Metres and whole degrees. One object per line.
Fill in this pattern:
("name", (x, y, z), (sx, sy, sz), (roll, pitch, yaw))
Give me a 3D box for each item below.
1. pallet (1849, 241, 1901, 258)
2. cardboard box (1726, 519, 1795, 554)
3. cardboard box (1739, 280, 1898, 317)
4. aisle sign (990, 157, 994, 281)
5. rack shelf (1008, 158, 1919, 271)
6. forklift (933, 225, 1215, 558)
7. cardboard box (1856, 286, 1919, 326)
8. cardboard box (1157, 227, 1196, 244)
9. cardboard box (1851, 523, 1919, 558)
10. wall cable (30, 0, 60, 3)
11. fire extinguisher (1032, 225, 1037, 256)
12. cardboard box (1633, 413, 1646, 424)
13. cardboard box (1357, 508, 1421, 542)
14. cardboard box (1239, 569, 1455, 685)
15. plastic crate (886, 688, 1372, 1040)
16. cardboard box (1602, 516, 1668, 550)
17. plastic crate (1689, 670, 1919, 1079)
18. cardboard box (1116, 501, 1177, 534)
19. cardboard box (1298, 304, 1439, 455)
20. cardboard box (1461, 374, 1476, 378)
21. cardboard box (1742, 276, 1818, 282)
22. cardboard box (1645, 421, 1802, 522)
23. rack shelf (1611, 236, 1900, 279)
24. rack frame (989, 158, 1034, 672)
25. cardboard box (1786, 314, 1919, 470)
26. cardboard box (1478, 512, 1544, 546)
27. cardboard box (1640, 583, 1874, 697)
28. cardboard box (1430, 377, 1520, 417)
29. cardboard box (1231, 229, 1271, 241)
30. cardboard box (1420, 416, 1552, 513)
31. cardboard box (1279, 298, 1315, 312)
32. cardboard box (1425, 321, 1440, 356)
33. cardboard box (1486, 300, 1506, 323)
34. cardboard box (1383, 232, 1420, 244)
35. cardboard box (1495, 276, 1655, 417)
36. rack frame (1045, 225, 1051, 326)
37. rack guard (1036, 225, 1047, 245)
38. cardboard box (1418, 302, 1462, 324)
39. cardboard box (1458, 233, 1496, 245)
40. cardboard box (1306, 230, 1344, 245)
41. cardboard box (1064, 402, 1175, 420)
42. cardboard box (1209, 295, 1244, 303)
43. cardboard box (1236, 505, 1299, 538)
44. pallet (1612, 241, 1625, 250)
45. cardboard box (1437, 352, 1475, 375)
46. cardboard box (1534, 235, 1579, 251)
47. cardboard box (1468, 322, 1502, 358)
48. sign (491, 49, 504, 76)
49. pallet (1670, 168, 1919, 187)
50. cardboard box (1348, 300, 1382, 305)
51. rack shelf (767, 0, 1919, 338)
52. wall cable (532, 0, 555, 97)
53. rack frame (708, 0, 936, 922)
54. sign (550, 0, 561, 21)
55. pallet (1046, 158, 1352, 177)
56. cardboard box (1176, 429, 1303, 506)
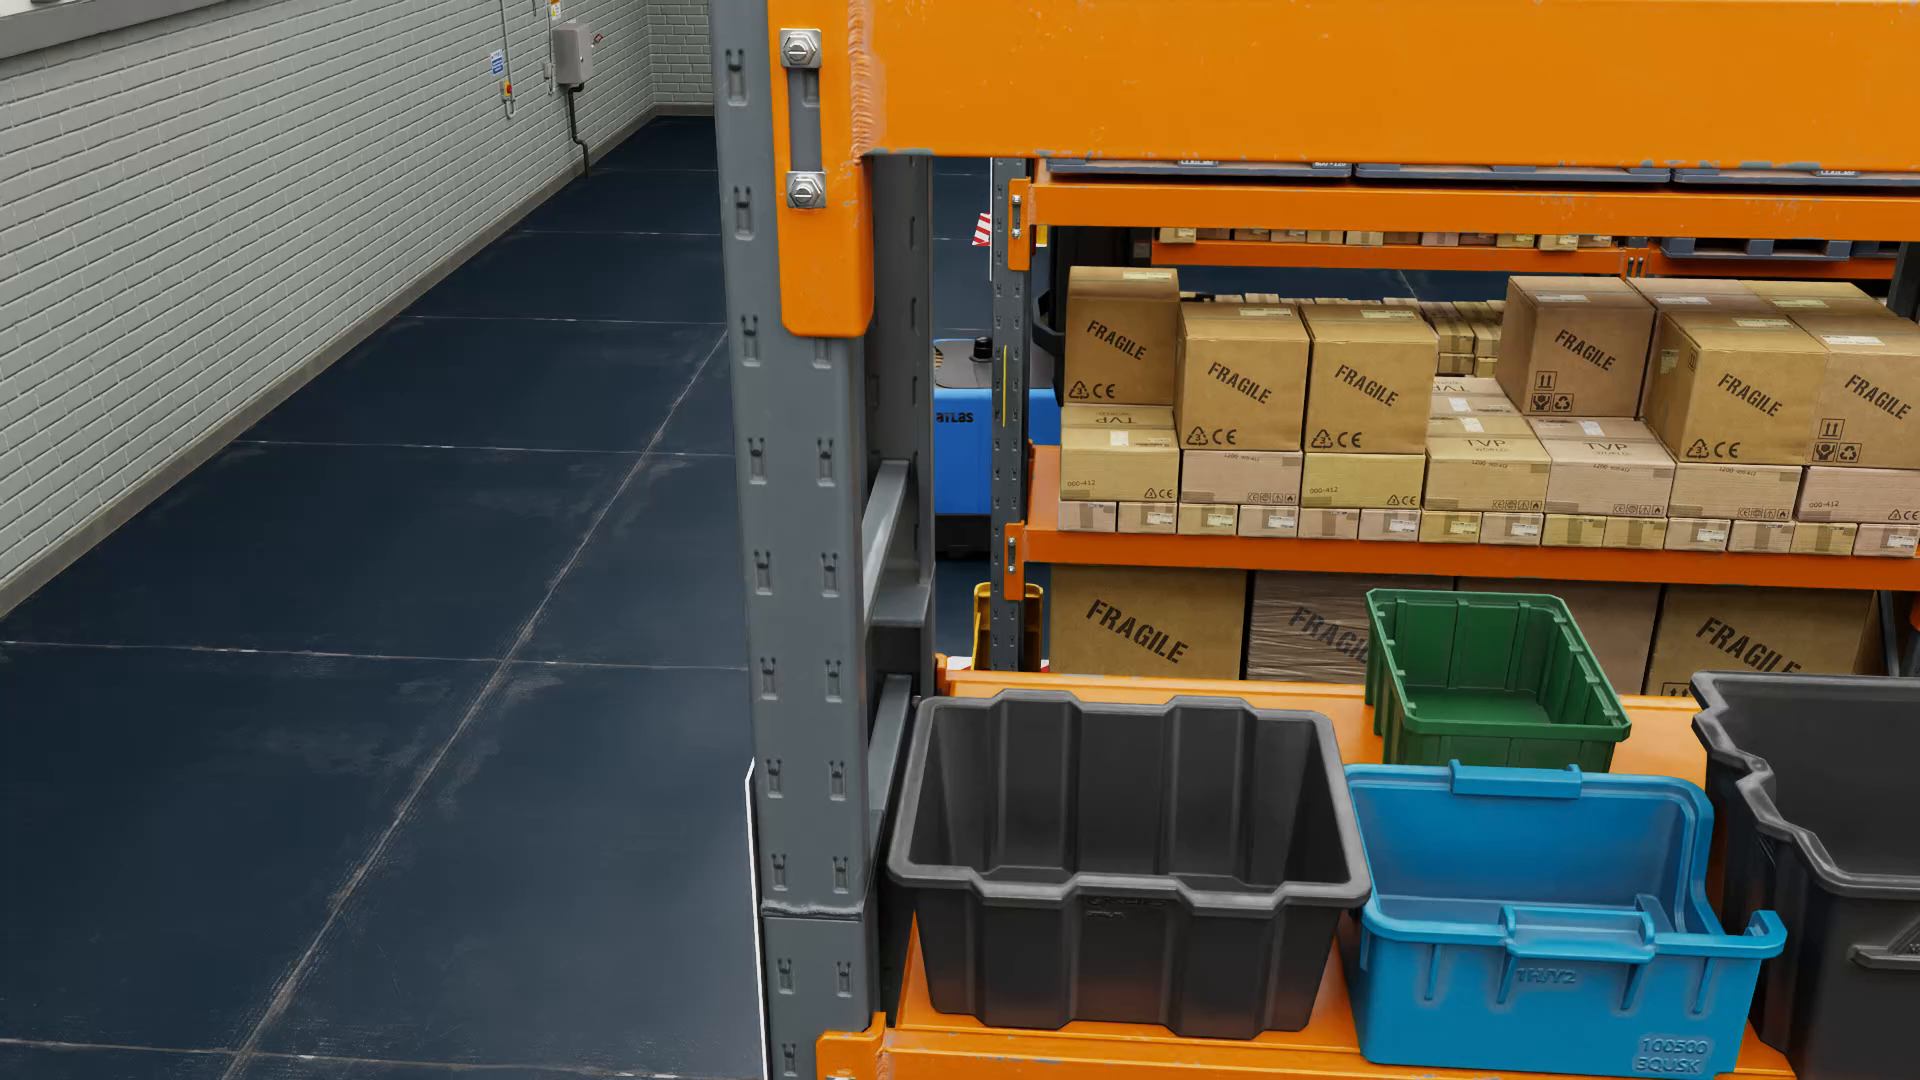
("pallet", (6.714, -2.209, 11.691), (1.213, 0.211, 1.003), (2, 25, 4))
("cardboard box", (3.381, -0.089, 7.155), (0.250, 0.149, 0.380), (1, 25, 3))
("cardboard box", (3.765, -0.843, 7.420), (0.500, 0.500, 0.500), (2, 25, 4))
("aisle sign", (0.140, -1.500, 6.811), (0.004, 0.787, 0.394), (2, 25, 4))
("rack shelf", (2.229, -1.413, 7.005), (4.000, 0.370, 1.077), (2, 25, 4))
("forklift", (1.255, -1.417, 9.822), (3.031, 2.935, 1.130), (0, 25, 0))
("cardboard box", (6.459, -1.605, 11.741), (0.500, 0.250, 0.500), (3, 25, 6))
("cardboard box", (1.534, -2.222, 11.792), (0.250, 0.149, 0.380), (1, 25, 2))
("cardboard box", (3.894, -0.072, 7.120), (0.250, 0.149, 0.380), (2, 25, 4))
("wall cable", (-5.140, -6.246, 9.209), (0.120, 5.999, 2.277), (2, 25, 4))
("fire extinguisher", (0.499, -2.501, 12.636), (0.183, 0.674, 0.296), (2, 25, 4))
("cardboard box", (3.279, -0.523, 7.621), (0.500, 0.250, 0.500), (2, 25, 4))
("cardboard box", (1.845, -0.138, 7.263), (0.250, 0.149, 0.380), (2, 25, 3))
("cardboard box", (1.786, 0.349, 7.942), (0.875, 0.875, 0.875), (2, 25, 4))
("plastic crate", (0.218, 0.448, 2.256), (0.590, 0.269, 0.497), (2, 25, 4))
("cardboard box", (2.867, -0.105, 7.191), (0.250, 0.149, 0.380), (2, 25, 5))
("plastic crate", (1.357, 0.452, 2.165), (0.767, 0.338, 0.504), (2, 25, 4))
("cardboard box", (0.819, -0.171, 7.333), (0.250, 0.149, 0.380), (1, 25, 3))
("cardboard box", (1.708, -0.691, 7.090), (0.500, 0.500, 0.500), (1, 25, 3))
("cardboard box", (3.765, -1.168, 12.109), (0.250, 0.149, 0.380), (1, 25, 2))
("cardboard box", (5.977, -1.833, 12.236), (0.500, 0.250, 0.500), (3, 25, 6))
("cardboard box", (3.246, -0.301, 7.139), (0.500, 0.250, 0.500), (3, 25, 6))
("rack shelf", (6.697, -1.987, 11.840), (4.000, 0.370, 1.077), (2, 25, 4))
("rack frame", (0.234, -0.441, 7.621), (0.127, 3.000, 1.000), (2, 25, 4))
("cardboard box", (3.744, -0.624, 6.945), (0.500, 0.500, 0.500), (3, 25, 6))
("cardboard box", (2.358, -0.122, 7.227), (0.250, 0.149, 0.380), (2, 25, 5))
("cardboard box", (3.571, 0.407, 7.817), (0.875, 0.875, 0.875), (2, 25, 4))
("cardboard box", (2.271, -0.556, 7.693), (0.500, 0.250, 0.500), (2, 25, 4))
("cardboard box", (2.071, -2.252, 11.857), (0.250, 0.149, 0.380), (2, 25, 3))
("cardboard box", (2.232, -0.335, 7.212), (0.500, 0.250, 0.500), (1, 25, 3))
("cardboard box", (2.556, -1.698, 12.548), (0.250, 0.149, 0.380), (1, 25, 2))
("cardboard box", (3.292, -1.454, 12.018), (0.250, 0.149, 0.380), (1, 25, 1))
("cardboard box", (4.105, -1.674, 12.496), (0.250, 0.149, 0.380), (3, 25, 7))
("cardboard box", (3.095, -2.216, 11.779), (0.250, 0.149, 0.380), (1, 25, 3))
("cardboard box", (2.755, -0.877, 7.493), (0.500, 0.500, 0.500), (1, 25, 2))
("rack frame", (0.715, -2.505, 12.106), (0.127, 3.000, 1.000), (2, 25, 4))
("rack guard", (0.969, -3.437, 17.121), (0.348, 0.500, 1.175), (2, 25, 4))
("cardboard box", (3.588, -1.661, 12.467), (0.250, 0.149, 0.380), (1, 25, 3))
("cardboard box", (3.622, -2.208, 11.761), (0.250, 0.149, 0.380), (1, 25, 3))
("cardboard box", (2.572, -2.216, 11.777), (0.250, 0.149, 0.380), (3, 25, 6))
("cardboard box", (0.738, -0.603, 7.797), (0.500, 0.250, 0.500), (1, 25, 3))
("cardboard box", (2.030, -1.738, 12.635), (0.250, 0.149, 0.380), (1, 25, 2))
("cardboard box", (1.334, -0.155, 7.299), (0.250, 0.149, 0.380), (1, 25, 3))
("pallet", (6.976, -3.146, 16.834), (1.213, 0.211, 1.003), (2, 25, 4))
("cardboard box", (3.583, -1.339, 12.125), (0.250, 0.149, 0.380), (2, 25, 4))
("cardboard box", (4.135, -2.138, 11.608), (0.250, 0.149, 0.380), (1, 25, 3))
("cardboard box", (3.822, -1.443, 11.994), (0.250, 0.149, 0.380), (2, 25, 4))
("sign", (-4.696, -4.847, 16.872), (0.001, 0.218, 0.327), (2, 25, 4))
("pallet", (3.408, -1.666, 6.801), (1.213, 0.211, 1.003), (2, 25, 4))
("cardboard box", (3.062, -1.677, 12.503), (0.250, 0.149, 0.380), (1, 25, 2))
("rack shelf", (1.849, -0.530, 1.975), (4.000, 0.370, 1.077), (2, 25, 4))
("wall cable", (-4.534, -5.795, 18.041), (0.122, 1.984, 0.588), (2, 25, 4))
("rack frame", (-0.145, -1.102, 1.881), (0.127, 3.000, 1.000), (2, 25, 4))
("sign", (-4.535, -5.972, 18.652), (0.001, 0.242, 0.339), (2, 25, 4))
("pallet", (0.975, -1.744, 6.970), (1.213, 0.211, 1.003), (2, 25, 4))
("cardboard box", (1.211, -0.367, 7.282), (0.500, 0.250, 0.500), (2, 25, 3))
